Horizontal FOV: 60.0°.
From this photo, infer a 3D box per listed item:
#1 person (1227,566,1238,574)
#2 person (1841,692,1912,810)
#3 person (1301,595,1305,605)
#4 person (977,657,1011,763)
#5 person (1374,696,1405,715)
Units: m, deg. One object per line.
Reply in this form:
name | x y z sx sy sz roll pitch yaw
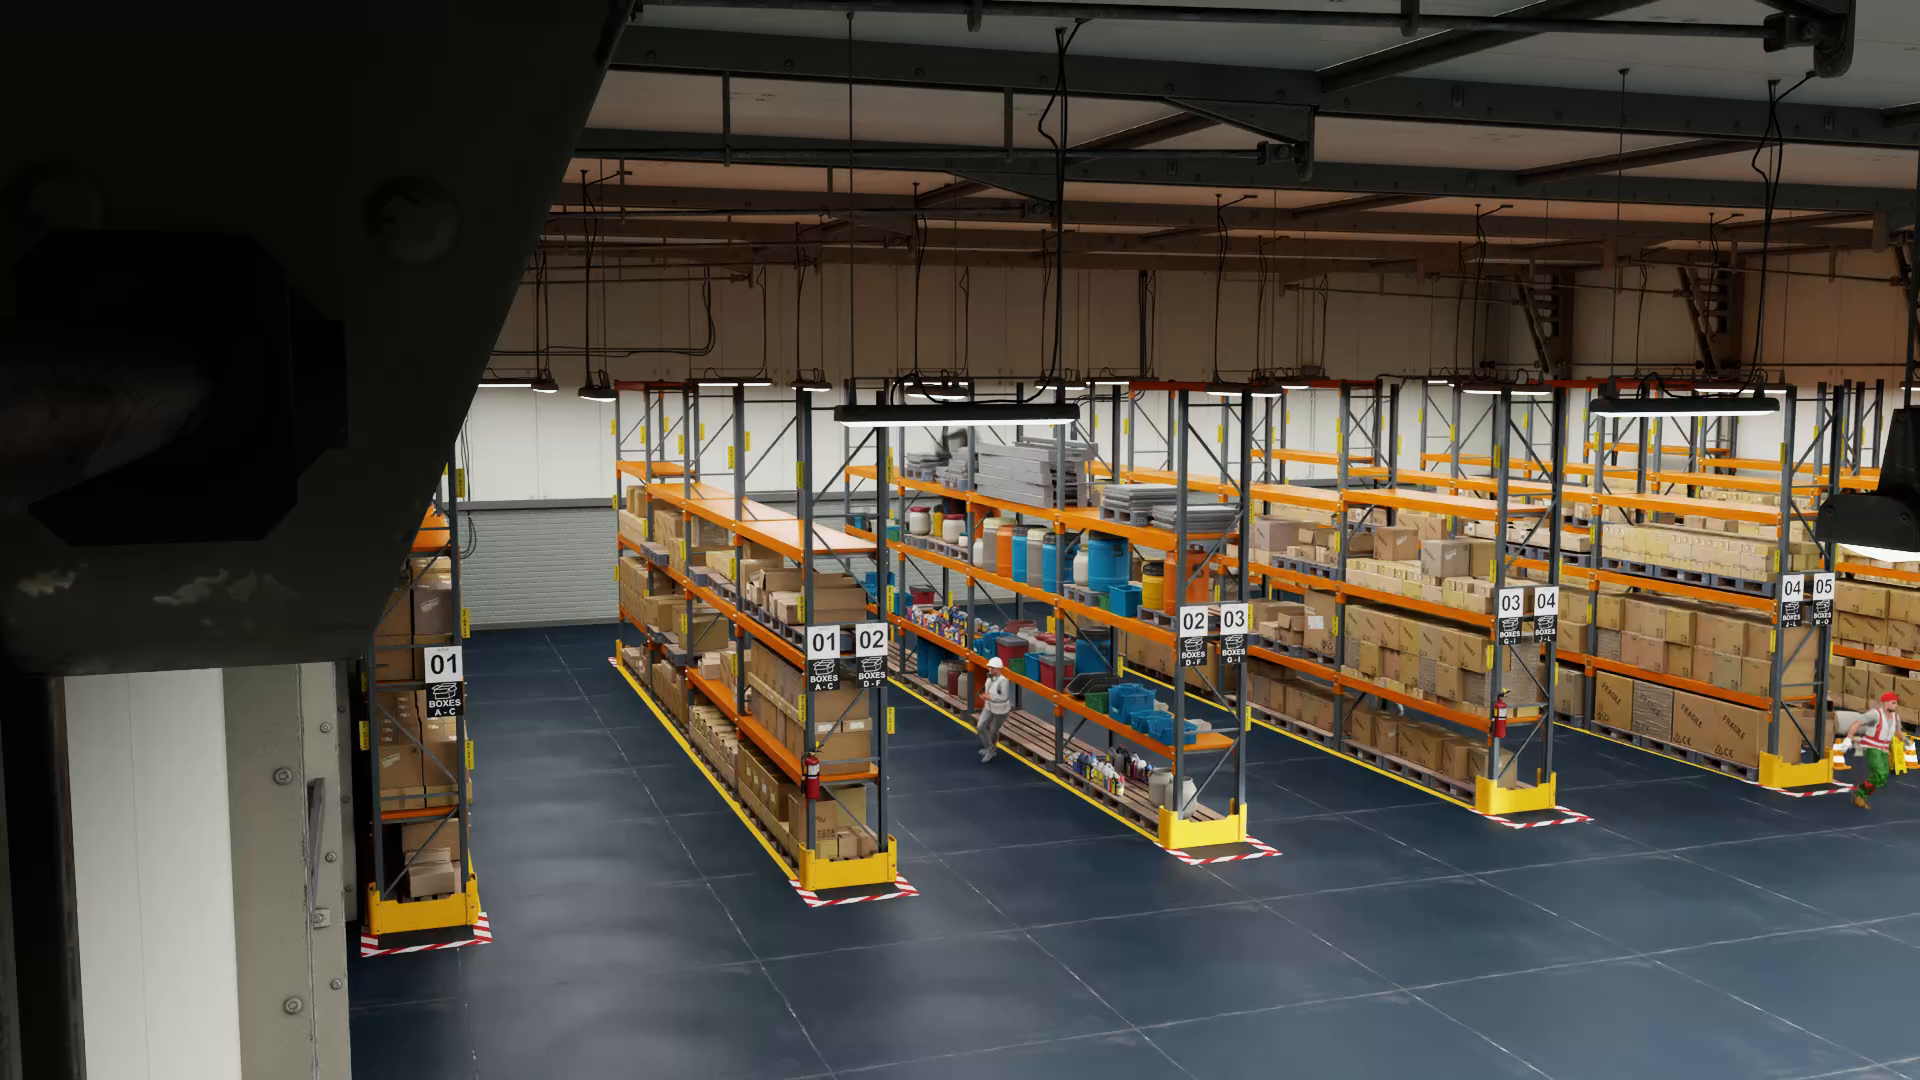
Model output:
person | 6.777 1.170 41.414 0.705 1.559 0.555 -5 8 -37
person | 13.110 3.012 23.665 0.855 1.702 0.675 -3 7 -27
person | 8.601 1.168 40.885 0.690 1.673 0.683 2 6 18
person | 0.538 2.675 26.474 0.773 1.682 0.710 5 8 37
person | 7.816 2.363 29.905 0.663 1.568 1.052 -1 6 -13
